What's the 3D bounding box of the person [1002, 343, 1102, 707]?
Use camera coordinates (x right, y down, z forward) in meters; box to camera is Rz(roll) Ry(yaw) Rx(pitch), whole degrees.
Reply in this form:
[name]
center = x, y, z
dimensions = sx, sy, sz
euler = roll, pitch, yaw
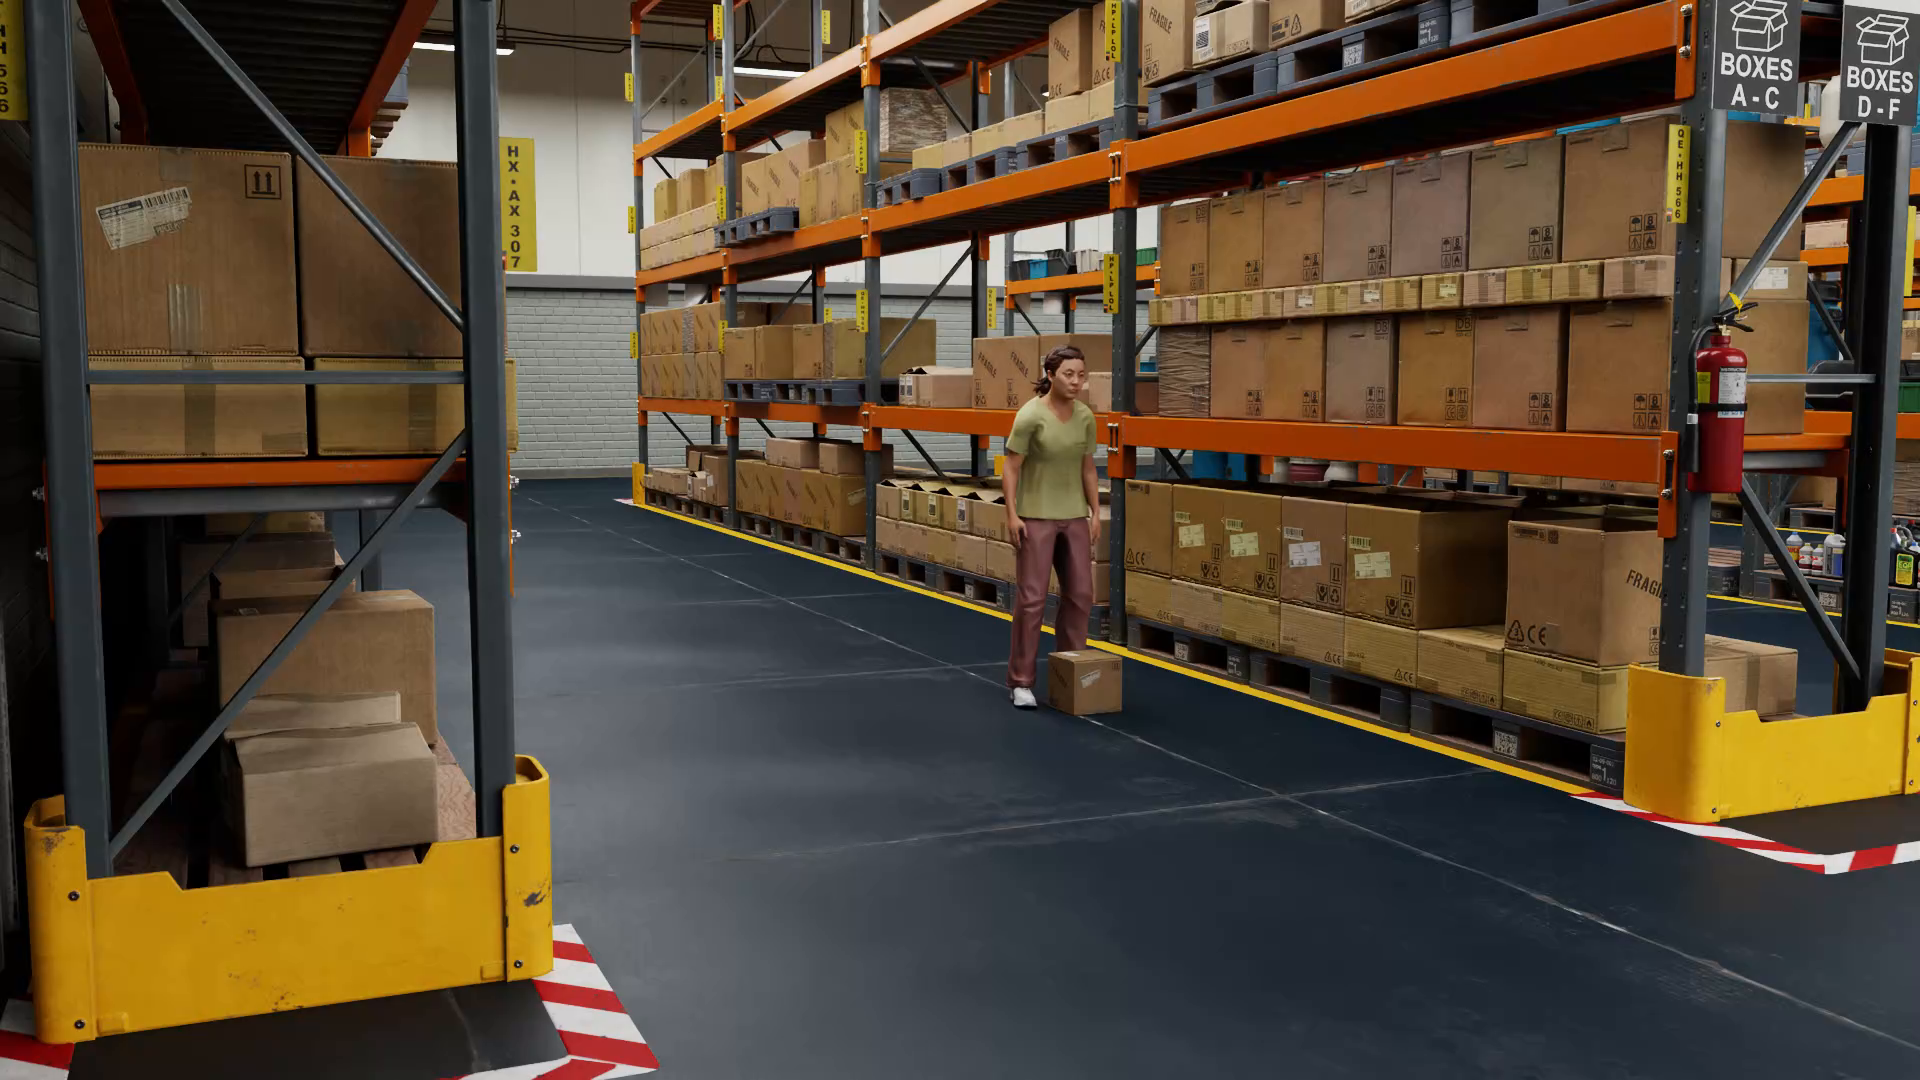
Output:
[person]
center = 0.446, -0.077, 7.771
dimensions = 0.505, 1.672, 0.355
euler = -3, 6, -25
